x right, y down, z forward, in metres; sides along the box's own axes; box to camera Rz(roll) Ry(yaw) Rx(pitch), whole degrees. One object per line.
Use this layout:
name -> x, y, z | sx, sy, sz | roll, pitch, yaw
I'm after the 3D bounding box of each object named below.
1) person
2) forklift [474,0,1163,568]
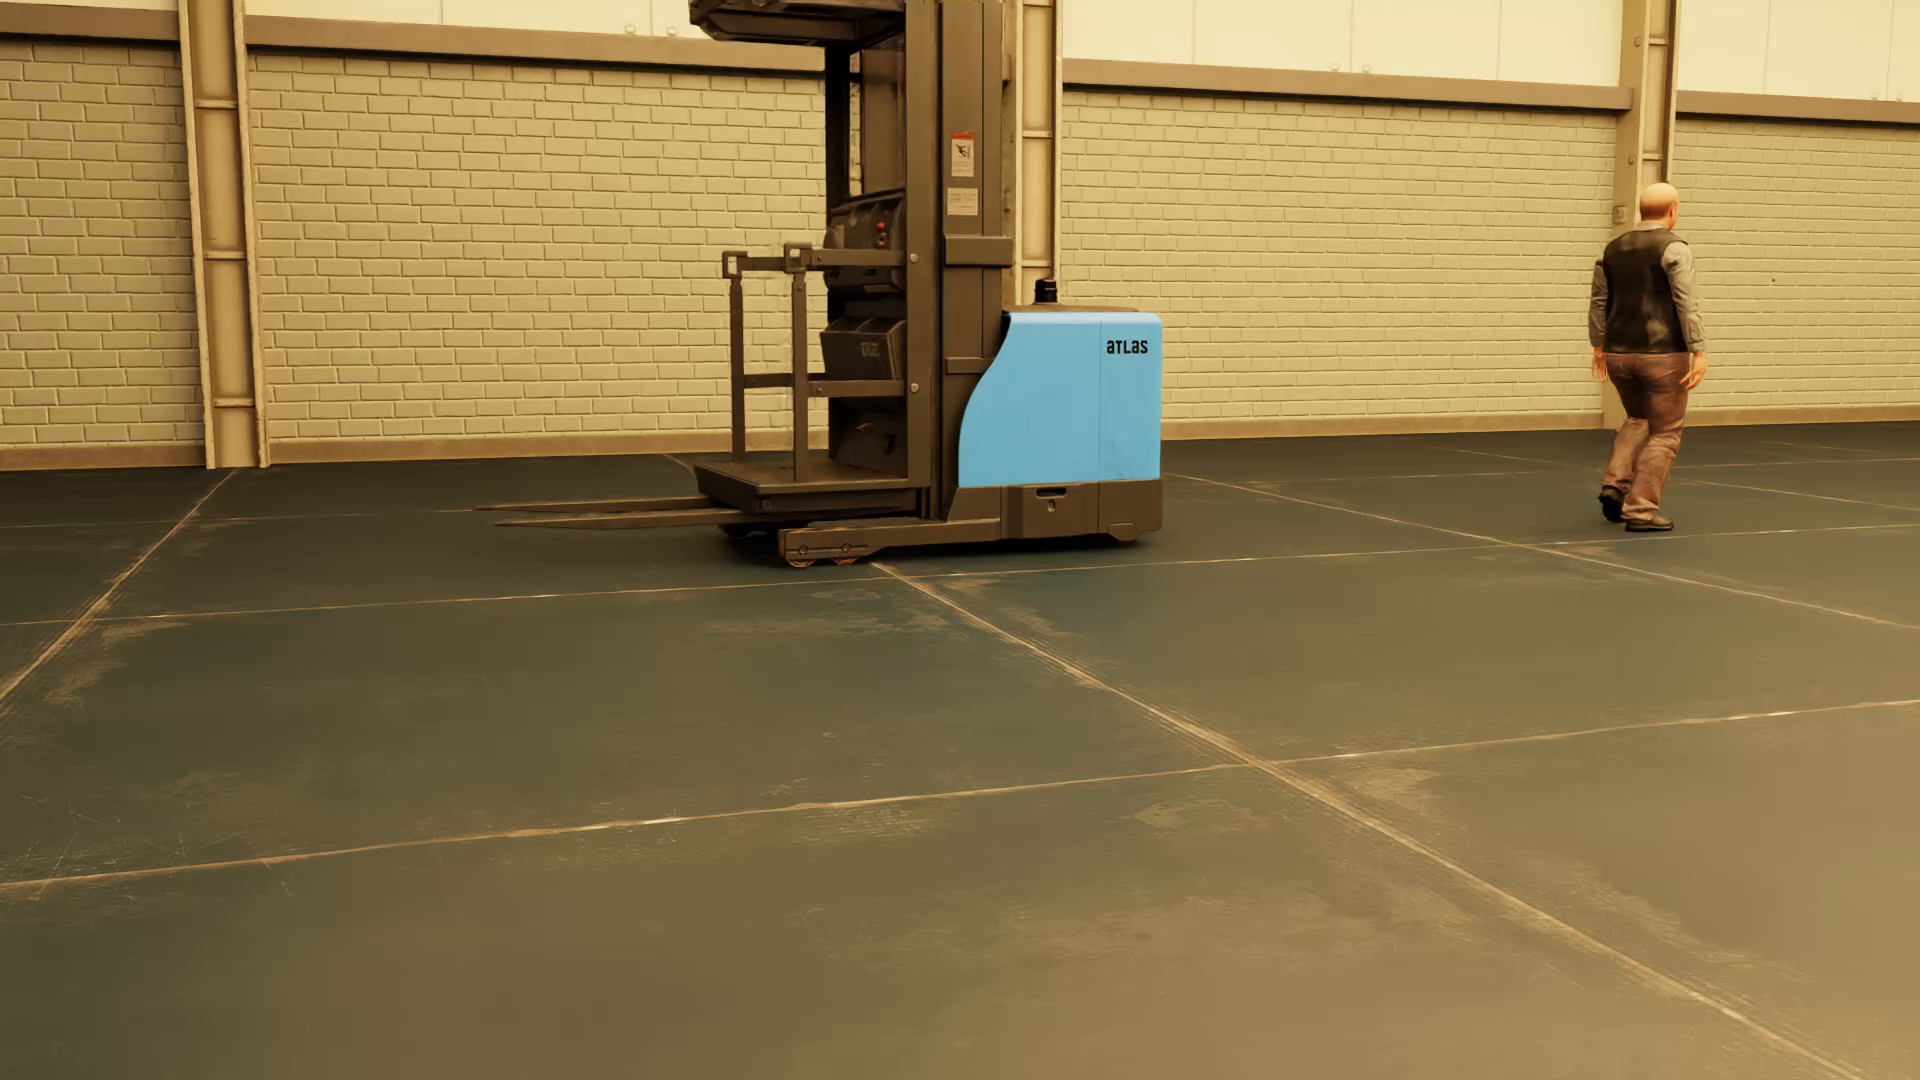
person -> 3.459, -0.897, 8.284 | 0.494, 1.724, 0.645 | -5, 9, -30
forklift -> -0.621, -1.415, 7.449 | 3.031, 2.935, 1.130 | -3, 8, -23
